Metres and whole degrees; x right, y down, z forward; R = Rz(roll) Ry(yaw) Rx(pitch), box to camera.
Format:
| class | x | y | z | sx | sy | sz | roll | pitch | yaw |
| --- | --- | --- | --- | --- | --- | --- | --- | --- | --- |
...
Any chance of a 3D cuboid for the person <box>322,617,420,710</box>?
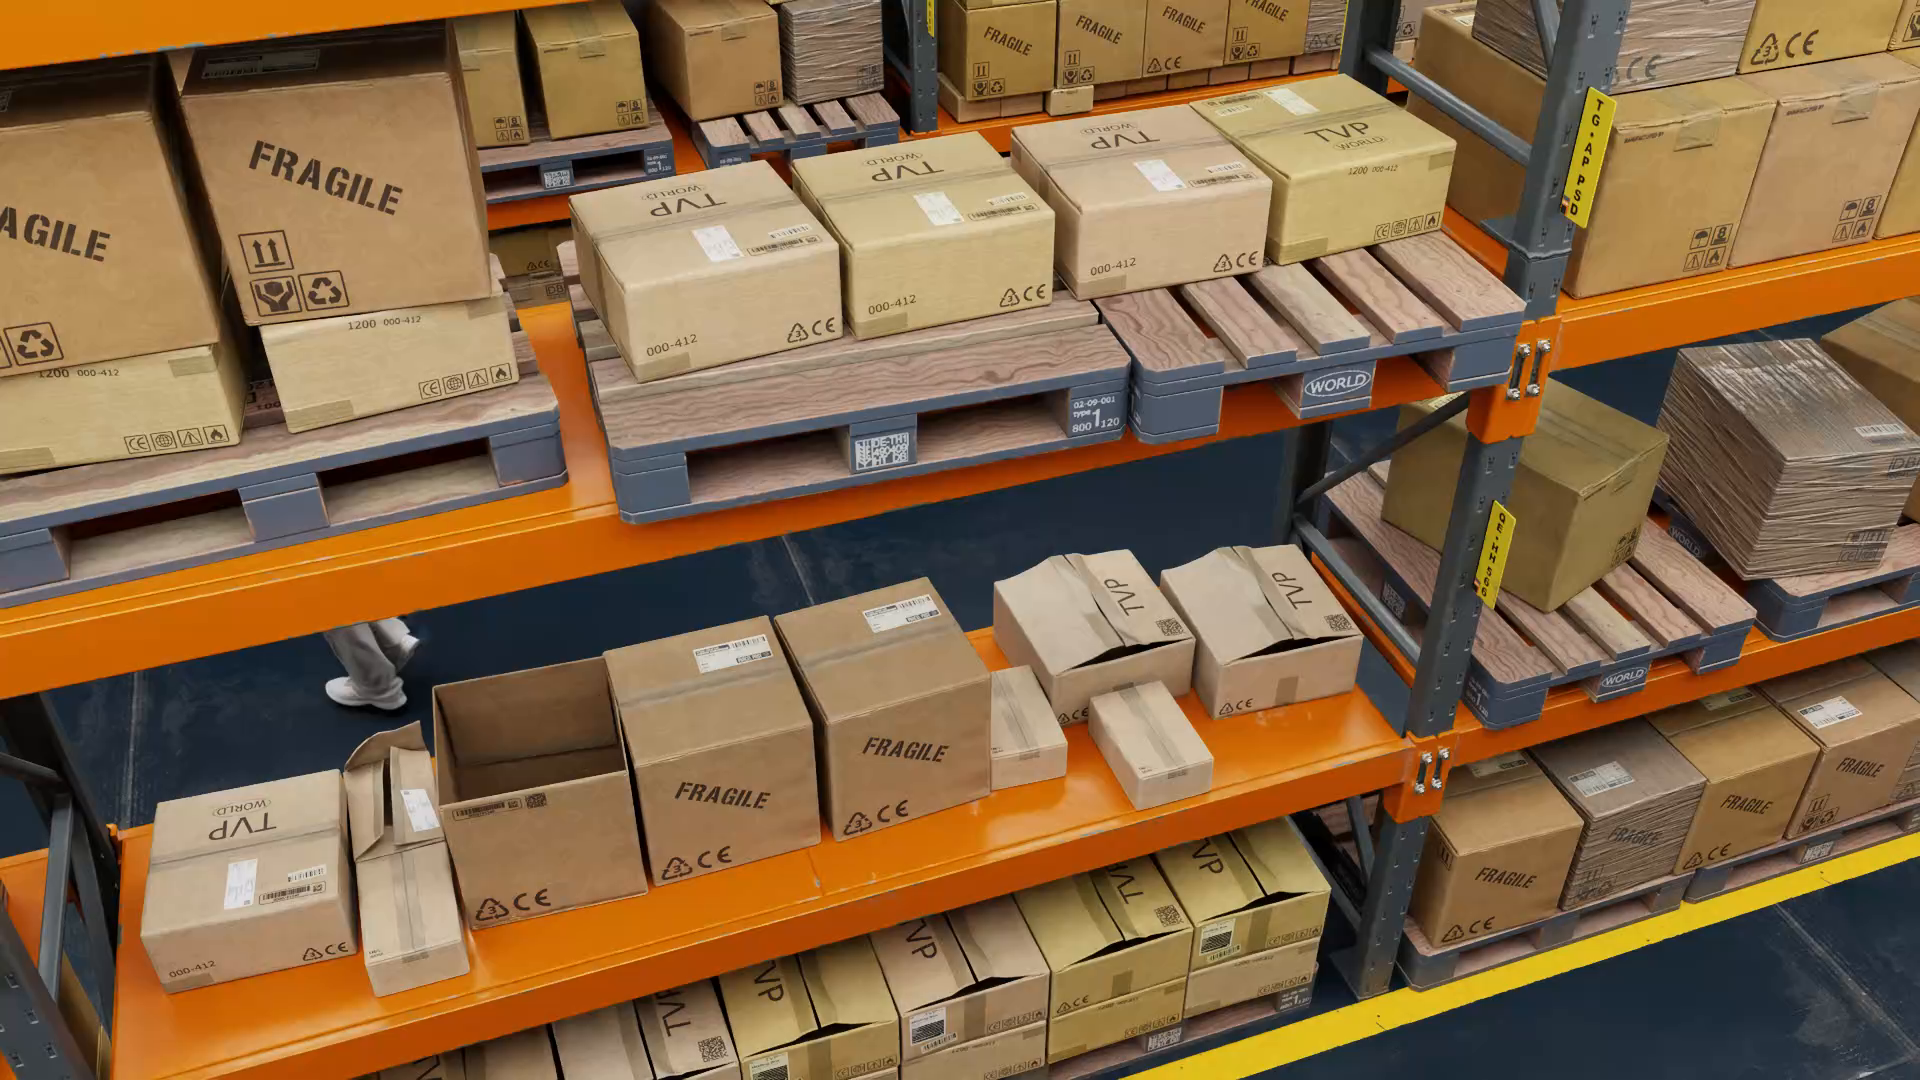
| class | x | y | z | sx | sy | sz | roll | pitch | yaw |
| --- | --- | --- | --- | --- | --- | --- | --- | --- | --- |
| person | -2.607 | -0.033 | 6.801 | 0.499 | 1.790 | 0.592 | 7 | 38 | 10 |
